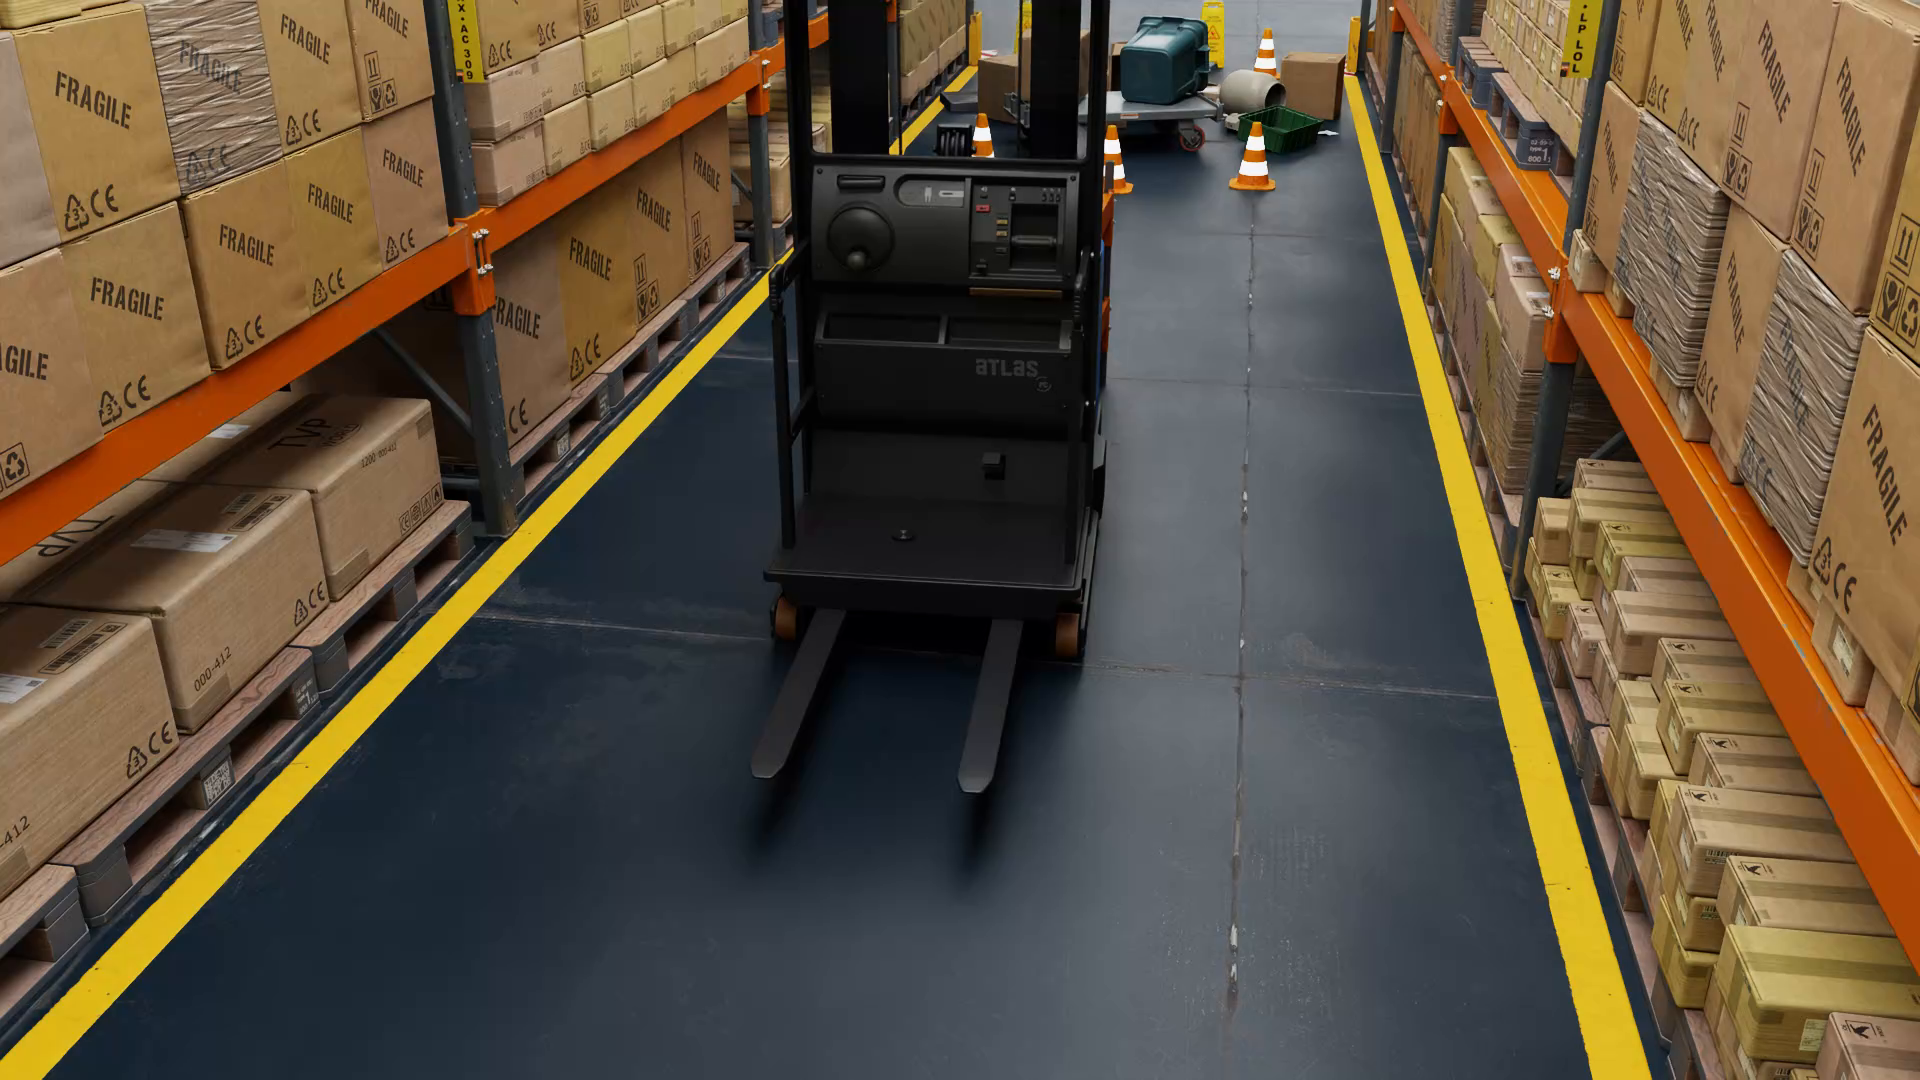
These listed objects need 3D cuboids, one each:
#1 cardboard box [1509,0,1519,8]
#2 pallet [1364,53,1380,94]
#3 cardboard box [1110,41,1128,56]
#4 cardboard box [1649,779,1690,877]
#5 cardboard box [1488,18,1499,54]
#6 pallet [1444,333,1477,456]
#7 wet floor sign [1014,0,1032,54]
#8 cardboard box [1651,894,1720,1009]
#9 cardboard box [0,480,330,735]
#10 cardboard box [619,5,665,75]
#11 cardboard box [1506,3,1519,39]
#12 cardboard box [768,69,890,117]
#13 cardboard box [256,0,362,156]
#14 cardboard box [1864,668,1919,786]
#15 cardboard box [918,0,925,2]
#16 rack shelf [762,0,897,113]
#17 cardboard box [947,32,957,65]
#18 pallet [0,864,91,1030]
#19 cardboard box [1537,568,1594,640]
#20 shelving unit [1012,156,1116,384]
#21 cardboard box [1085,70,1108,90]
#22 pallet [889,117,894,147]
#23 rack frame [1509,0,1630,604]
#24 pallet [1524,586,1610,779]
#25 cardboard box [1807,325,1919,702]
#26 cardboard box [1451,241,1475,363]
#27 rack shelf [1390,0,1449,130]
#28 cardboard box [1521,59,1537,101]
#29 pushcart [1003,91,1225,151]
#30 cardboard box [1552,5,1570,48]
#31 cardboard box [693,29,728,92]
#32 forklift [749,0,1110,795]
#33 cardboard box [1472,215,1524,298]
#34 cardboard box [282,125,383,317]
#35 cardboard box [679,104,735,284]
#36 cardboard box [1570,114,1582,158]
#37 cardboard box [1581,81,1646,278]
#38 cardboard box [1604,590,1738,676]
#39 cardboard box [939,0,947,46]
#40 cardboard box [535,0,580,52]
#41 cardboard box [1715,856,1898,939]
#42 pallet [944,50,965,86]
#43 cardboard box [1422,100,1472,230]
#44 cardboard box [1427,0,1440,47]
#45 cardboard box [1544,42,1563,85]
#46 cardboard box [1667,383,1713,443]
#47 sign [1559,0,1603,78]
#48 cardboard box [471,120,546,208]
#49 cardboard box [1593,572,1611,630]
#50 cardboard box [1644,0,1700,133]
[{"bbox_3d":[2.838,-2.628,7.925,0.380,0.149,0.250,3,25,6],"label":"cardboard box"},{"bbox_3d":[4.488,-4.530,16.180,1.003,0.211,1.213,4,25,9],"label":"pallet"},{"bbox_3d":[1.852,-4.393,15.542,0.797,0.503,0.637,-14,29,-27],"label":"cardboard box"},{"bbox_3d":[1.947,0.743,4.140,0.380,0.149,0.250,5,26,11],"label":"cardboard box"},{"bbox_3d":[2.918,-2.578,8.521,0.380,0.149,0.250,5,26,11],"label":"cardboard box"},{"bbox_3d":[2.903,-0.689,7.973,1.003,0.211,1.213,4,25,9],"label":"pallet"},{"bbox_3d":[0.728,-5.373,17.468,0.267,0.644,0.232,13,28,26],"label":"wet floor sign"},{"bbox_3d":[1.885,0.991,3.963,0.380,0.149,0.250,3,25,6],"label":"cardboard box"},{"bbox_3d":[-2.674,0.185,5.344,0.875,0.438,0.875,3,25,7],"label":"cardboard box"},{"bbox_3d":[-1.722,-2.379,7.881,0.500,0.250,0.500,3,25,7],"label":"cardboard box"},{"bbox_3d":[2.834,-2.479,7.959,0.380,0.149,0.250,4,25,9],"label":"cardboard box"},{"bbox_3d":[-1.095,-3.542,13.382,0.950,0.372,0.625,4,25,9],"label":"cardboard box"},{"bbox_3d":[-2.215,-1.485,5.087,0.500,0.500,0.500,4,25,8],"label":"cardboard box"},{"bbox_3d":[1.805,0.309,2.848,0.380,0.149,0.250,4,25,8],"label":"cardboard box"},{"bbox_3d":[-0.487,-4.831,14.630,0.380,0.149,0.250,5,26,11],"label":"cardboard box"},{"bbox_3d":[-1.339,-3.599,11.749,1.077,0.370,4.000,4,25,9],"label":"rack shelf"},{"bbox_3d":[-0.317,-4.806,16.227,0.500,0.250,0.500,4,25,9],"label":"cardboard box"},{"bbox_3d":[-2.920,1.181,3.978,1.003,0.211,1.213,4,25,9],"label":"pallet"},{"bbox_3d":[2.161,0.228,5.592,0.380,0.149,0.250,5,26,10],"label":"cardboard box"},{"bbox_3d":[0.391,-1.119,7.814,0.538,1.125,1.048,5,26,11],"label":"shelving unit"},{"bbox_3d":[1.421,-4.455,16.092,0.380,0.149,0.250,19,31,35],"label":"cardboard box"},{"bbox_3d":[-1.138,-3.172,13.278,1.003,0.211,1.213,4,25,9],"label":"pallet"},{"bbox_3d":[2.581,-1.114,5.593,1.000,3.000,0.127,4,25,9],"label":"rack frame"},{"bbox_3d":[2.506,0.432,5.578,1.003,0.211,1.213,4,25,9],"label":"pallet"},{"bbox_3d":[1.836,-0.042,2.833,0.500,0.500,0.500,4,25,8],"label":"cardboard box"},{"bbox_3d":[2.709,-1.142,8.104,0.500,0.500,0.500,3,25,7],"label":"cardboard box"},{"bbox_3d":[3.561,-3.298,11.106,1.077,0.370,4.000,4,25,9],"label":"rack shelf"},{"bbox_3d":[2.704,-2.027,7.344,0.380,0.149,0.250,3,25,7],"label":"cardboard box"},{"bbox_3d":[1.246,-3.436,13.646,1.648,0.377,0.936,-5,25,-10],"label":"pushcart"},{"bbox_3d":[2.627,-2.074,6.743,0.380,0.149,0.250,3,25,7],"label":"cardboard box"},{"bbox_3d":[-1.560,-2.576,8.892,0.500,0.250,0.500,4,25,9],"label":"cardboard box"},{"bbox_3d":[-0.078,-1.065,5.568,1.130,2.935,3.031,3,25,6],"label":"forklift"},{"bbox_3d":[2.622,-1.277,7.509,0.500,0.250,0.500,3,25,6],"label":"cardboard box"},{"bbox_3d":[-2.222,-1.033,5.301,0.500,0.500,0.500,3,25,7],"label":"cardboard box"},{"bbox_3d":[-1.860,-2.033,9.566,0.875,0.875,0.875,4,25,8],"label":"cardboard box"},{"bbox_3d":[2.492,-1.479,6.173,0.380,0.149,0.250,4,25,9],"label":"cardboard box"},{"bbox_3d":[2.251,-1.105,5.103,0.500,0.500,0.500,4,25,8],"label":"cardboard box"},{"bbox_3d":[2.081,0.279,4.782,0.380,0.149,0.250,5,25,10],"label":"cardboard box"},{"bbox_3d":[-0.403,-4.936,15.621,0.500,0.500,0.500,3,25,7],"label":"cardboard box"},{"bbox_3d":[-1.908,-2.292,6.811,0.500,0.500,0.500,4,25,8],"label":"cardboard box"},{"bbox_3d":[1.883,0.829,3.607,0.380,0.149,0.250,3,25,6],"label":"cardboard box"},{"bbox_3d":[-0.538,-4.802,16.760,1.003,0.211,1.213,4,25,9],"label":"pallet"},{"bbox_3d":[3.423,-2.207,10.085,1.050,0.750,0.750,4,25,8],"label":"cardboard box"},{"bbox_3d":[3.126,-3.248,10.033,0.500,0.500,0.500,4,25,9],"label":"cardboard box"},{"bbox_3d":[2.620,-1.943,6.813,0.380,0.149,0.250,3,25,6],"label":"cardboard box"},{"bbox_3d":[2.044,-0.351,4.257,0.380,0.149,0.250,5,26,11],"label":"cardboard box"},{"bbox_3d":[2.033,-1.676,5.426,0.100,0.325,0.005,4,25,9],"label":"sign"},{"bbox_3d":[-1.987,-1.513,6.621,0.500,0.250,0.500,3,25,7],"label":"cardboard box"},{"bbox_3d":[2.249,0.198,5.306,0.380,0.149,0.250,4,25,8],"label":"cardboard box"},{"bbox_3d":[2.197,-1.358,4.464,0.500,0.500,0.500,3,25,7],"label":"cardboard box"}]
